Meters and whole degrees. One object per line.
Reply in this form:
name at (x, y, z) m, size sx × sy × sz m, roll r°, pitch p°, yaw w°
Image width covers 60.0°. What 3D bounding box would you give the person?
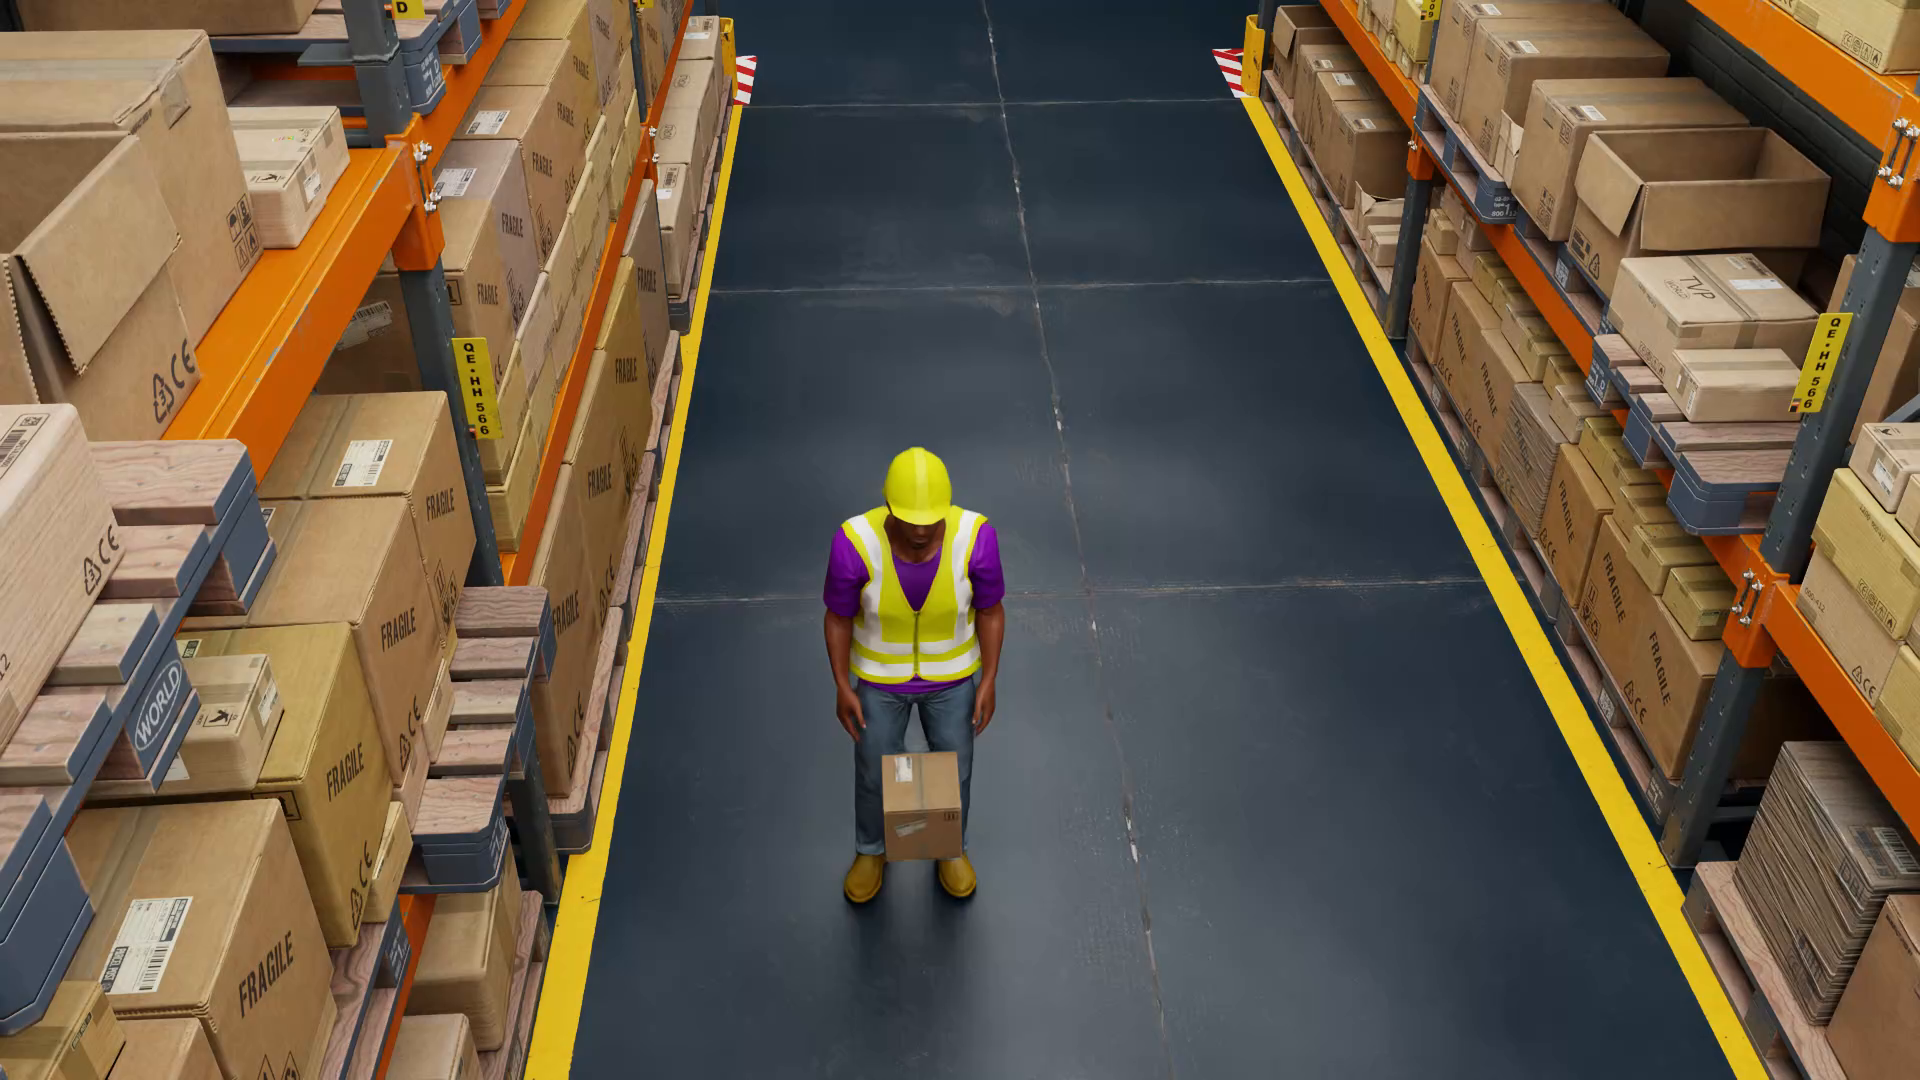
person at (-0.145, 0.445, 5.491) m, size 0.589 × 1.765 × 0.425 m, roll -2°, pitch 35°, yaw -3°
